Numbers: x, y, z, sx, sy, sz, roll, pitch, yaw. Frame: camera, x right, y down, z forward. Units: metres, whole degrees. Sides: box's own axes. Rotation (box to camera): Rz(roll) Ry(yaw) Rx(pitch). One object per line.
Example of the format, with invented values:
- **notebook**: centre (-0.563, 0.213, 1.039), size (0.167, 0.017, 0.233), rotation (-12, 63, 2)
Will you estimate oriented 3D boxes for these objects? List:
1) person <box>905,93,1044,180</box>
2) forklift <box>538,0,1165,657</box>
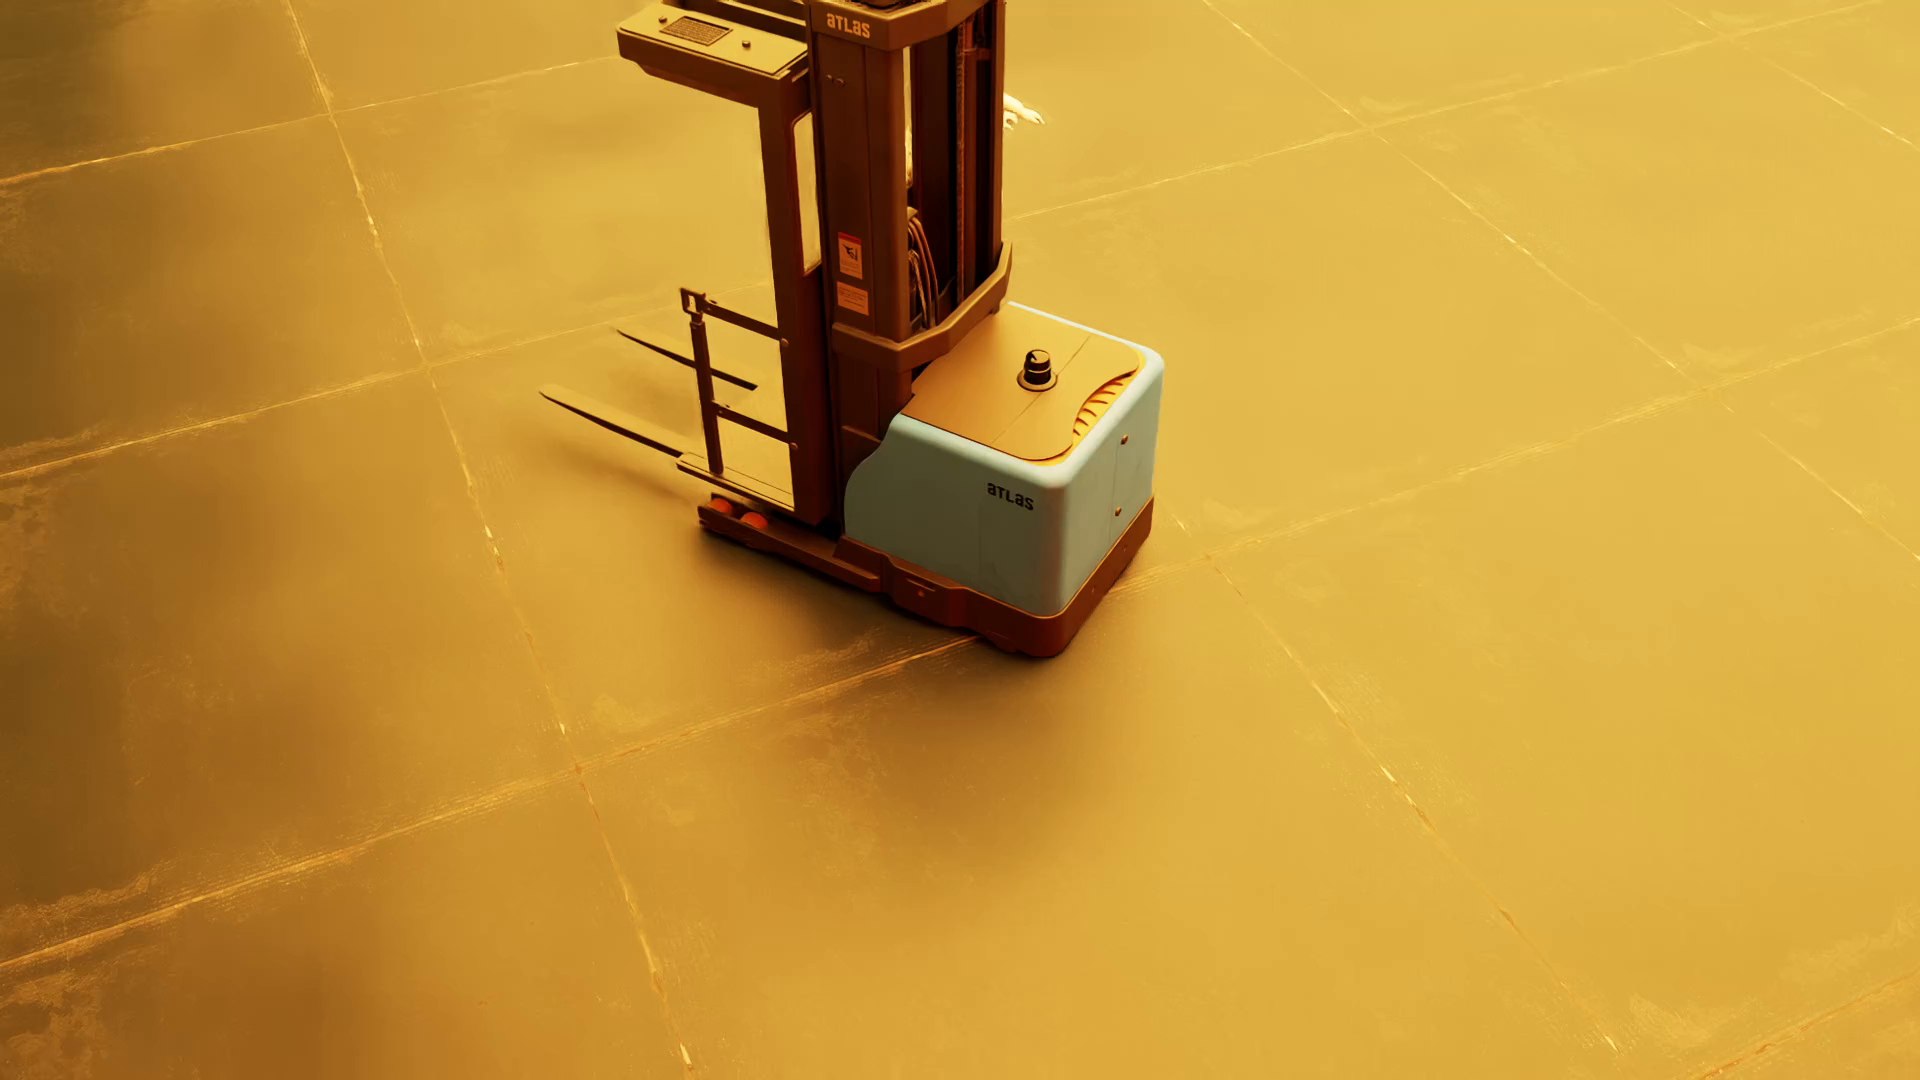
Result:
- **person**: centre (0.092, -2.107, 9.064), size (0.906, 1.394, 0.729), rotation (-10, 44, -10)
- **forklift**: centre (-0.637, -1.322, 7.097), size (3.031, 2.935, 1.130), rotation (22, 47, 22)
